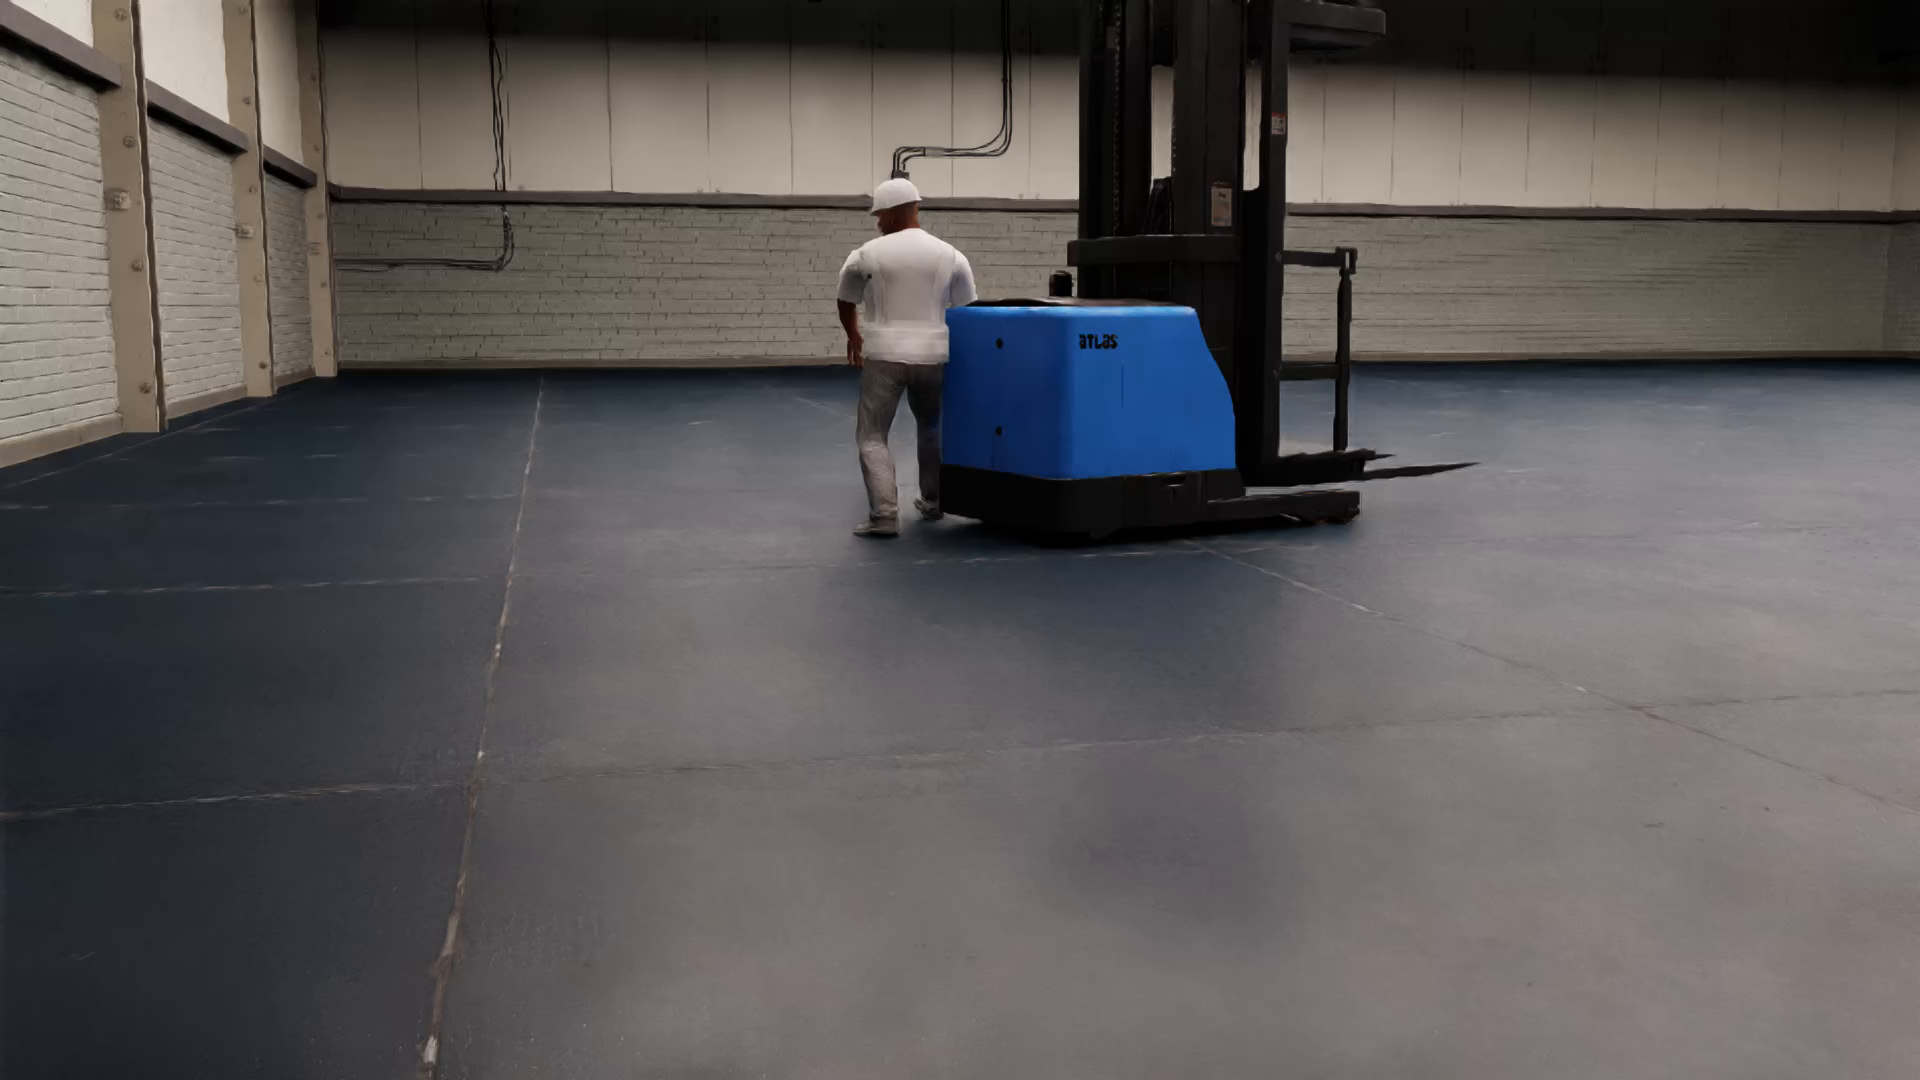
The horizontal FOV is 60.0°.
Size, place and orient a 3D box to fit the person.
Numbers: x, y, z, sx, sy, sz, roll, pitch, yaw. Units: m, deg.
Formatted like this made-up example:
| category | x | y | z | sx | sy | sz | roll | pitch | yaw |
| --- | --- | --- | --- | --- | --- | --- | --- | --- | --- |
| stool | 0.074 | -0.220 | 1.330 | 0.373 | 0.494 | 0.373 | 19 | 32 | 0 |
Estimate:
| category | x | y | z | sx | sy | sz | roll | pitch | yaw |
| --- | --- | --- | --- | --- | --- | --- | --- | --- | --- |
| person | -0.235 | -0.889 | 8.105 | 0.728 | 1.704 | 0.833 | -2 | 8 | -15 |

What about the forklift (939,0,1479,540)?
| category | x | y | z | sx | sy | sz | roll | pitch | yaw |
| --- | --- | --- | --- | --- | --- | --- | --- | --- | --- |
| forklift | 1.409 | -1.582 | 8.432 | 3.031 | 2.935 | 1.130 | -5 | 10 | -33 |
